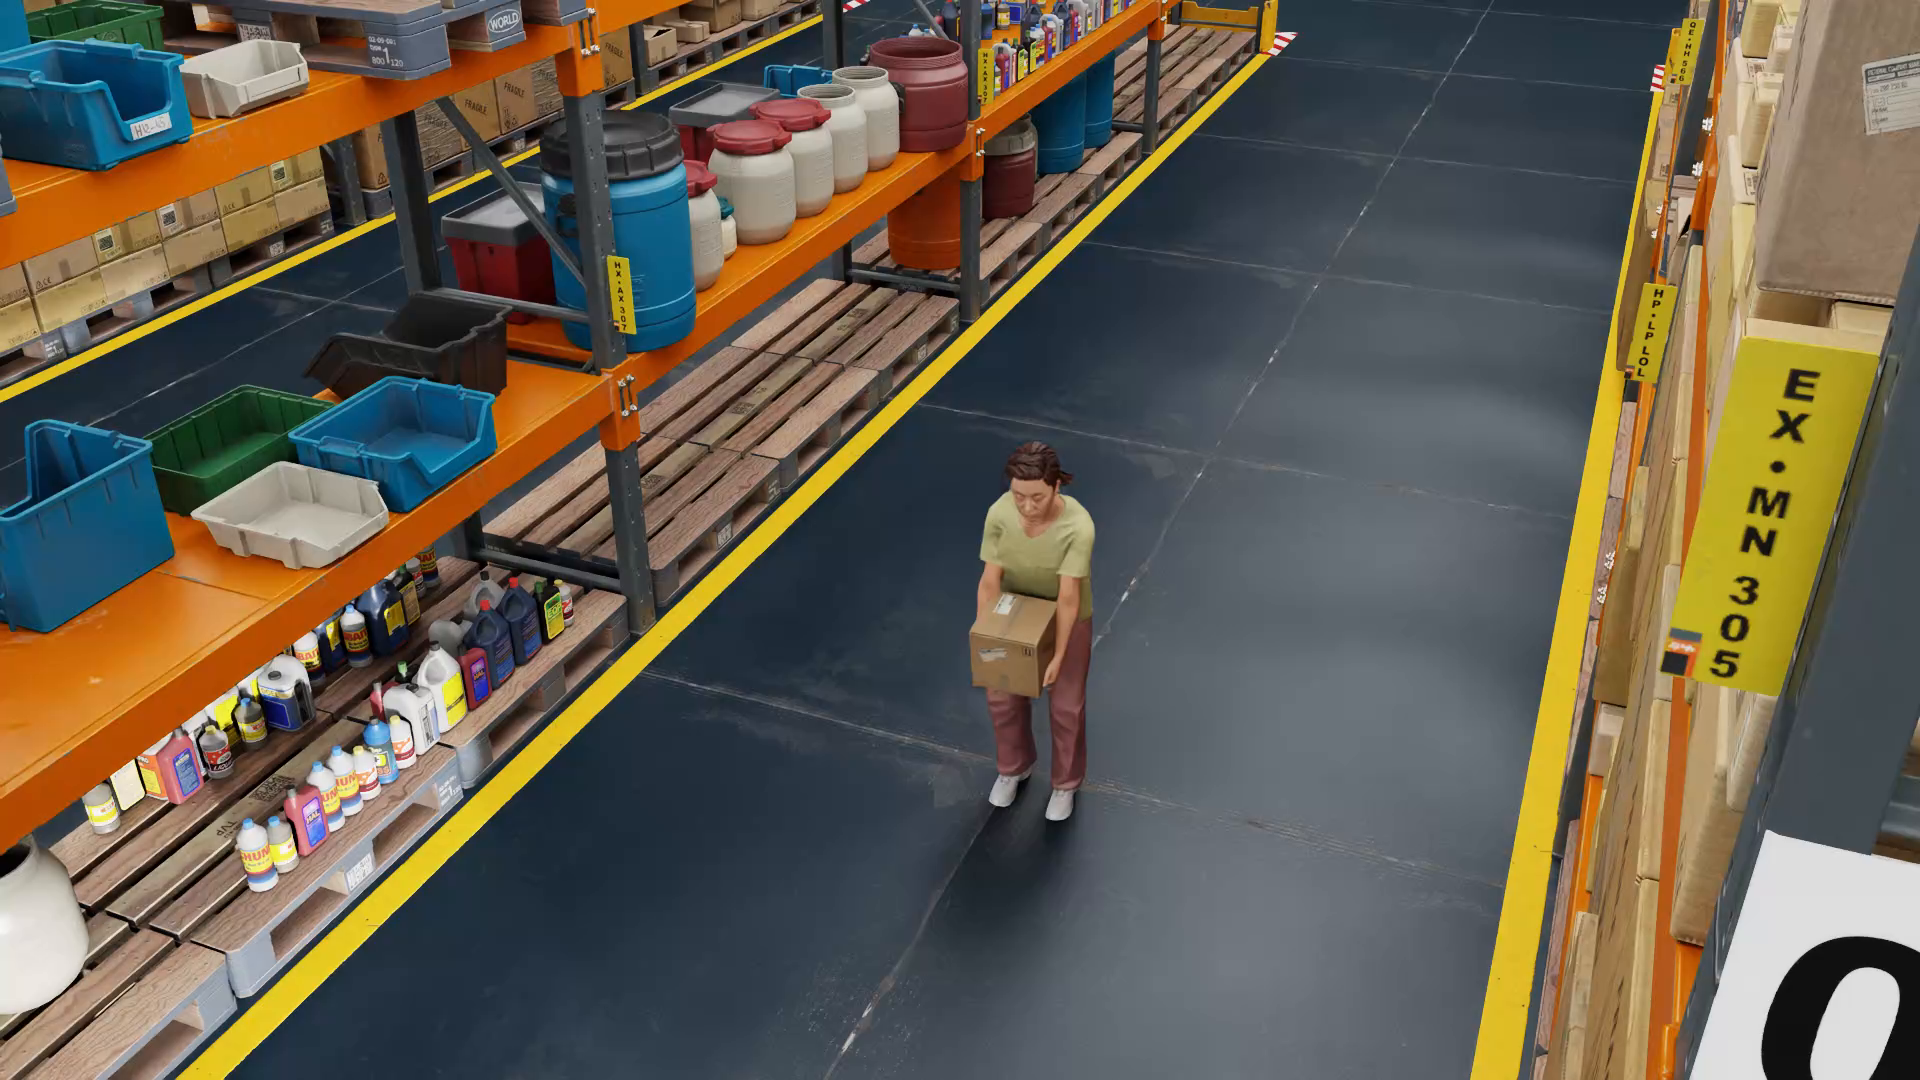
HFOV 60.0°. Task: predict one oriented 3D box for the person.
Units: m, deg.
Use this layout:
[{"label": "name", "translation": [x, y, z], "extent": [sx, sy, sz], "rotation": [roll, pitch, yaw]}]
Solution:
[{"label": "person", "translation": [0.281, 0.339, 6.094], "extent": [0.407, 1.625, 0.541], "rotation": [11, 31, 18]}]
